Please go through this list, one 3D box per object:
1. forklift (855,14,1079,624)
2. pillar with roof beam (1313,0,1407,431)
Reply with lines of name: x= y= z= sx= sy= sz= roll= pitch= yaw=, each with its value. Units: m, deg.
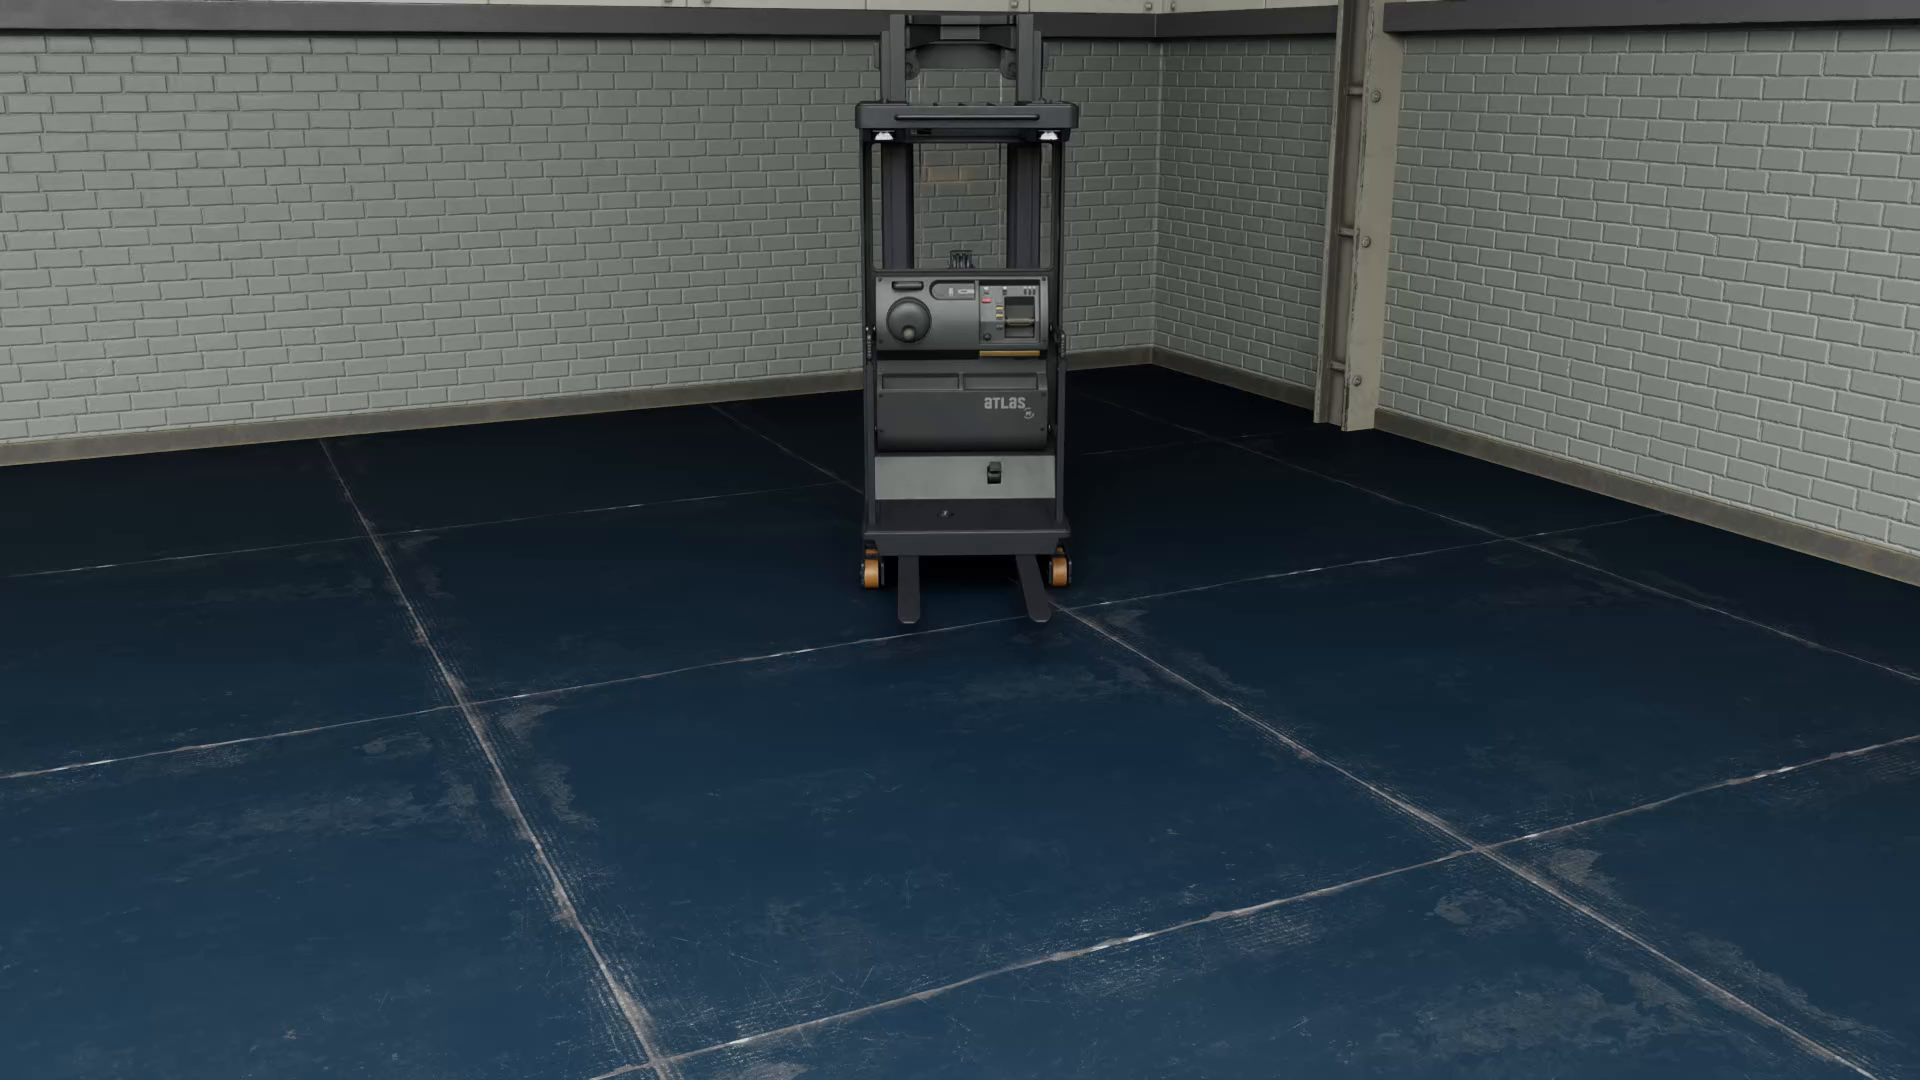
forklift: x=0.021 y=-1.236 z=8.743 sx=1.130 sy=2.935 sz=3.031 roll=-1 pitch=16 yaw=-2
pillar with roof beam: x=-0.894 y=-4.697 z=9.806 sx=9.100 sy=9.000 sz=0.400 roll=-8 pitch=18 yaw=-25
